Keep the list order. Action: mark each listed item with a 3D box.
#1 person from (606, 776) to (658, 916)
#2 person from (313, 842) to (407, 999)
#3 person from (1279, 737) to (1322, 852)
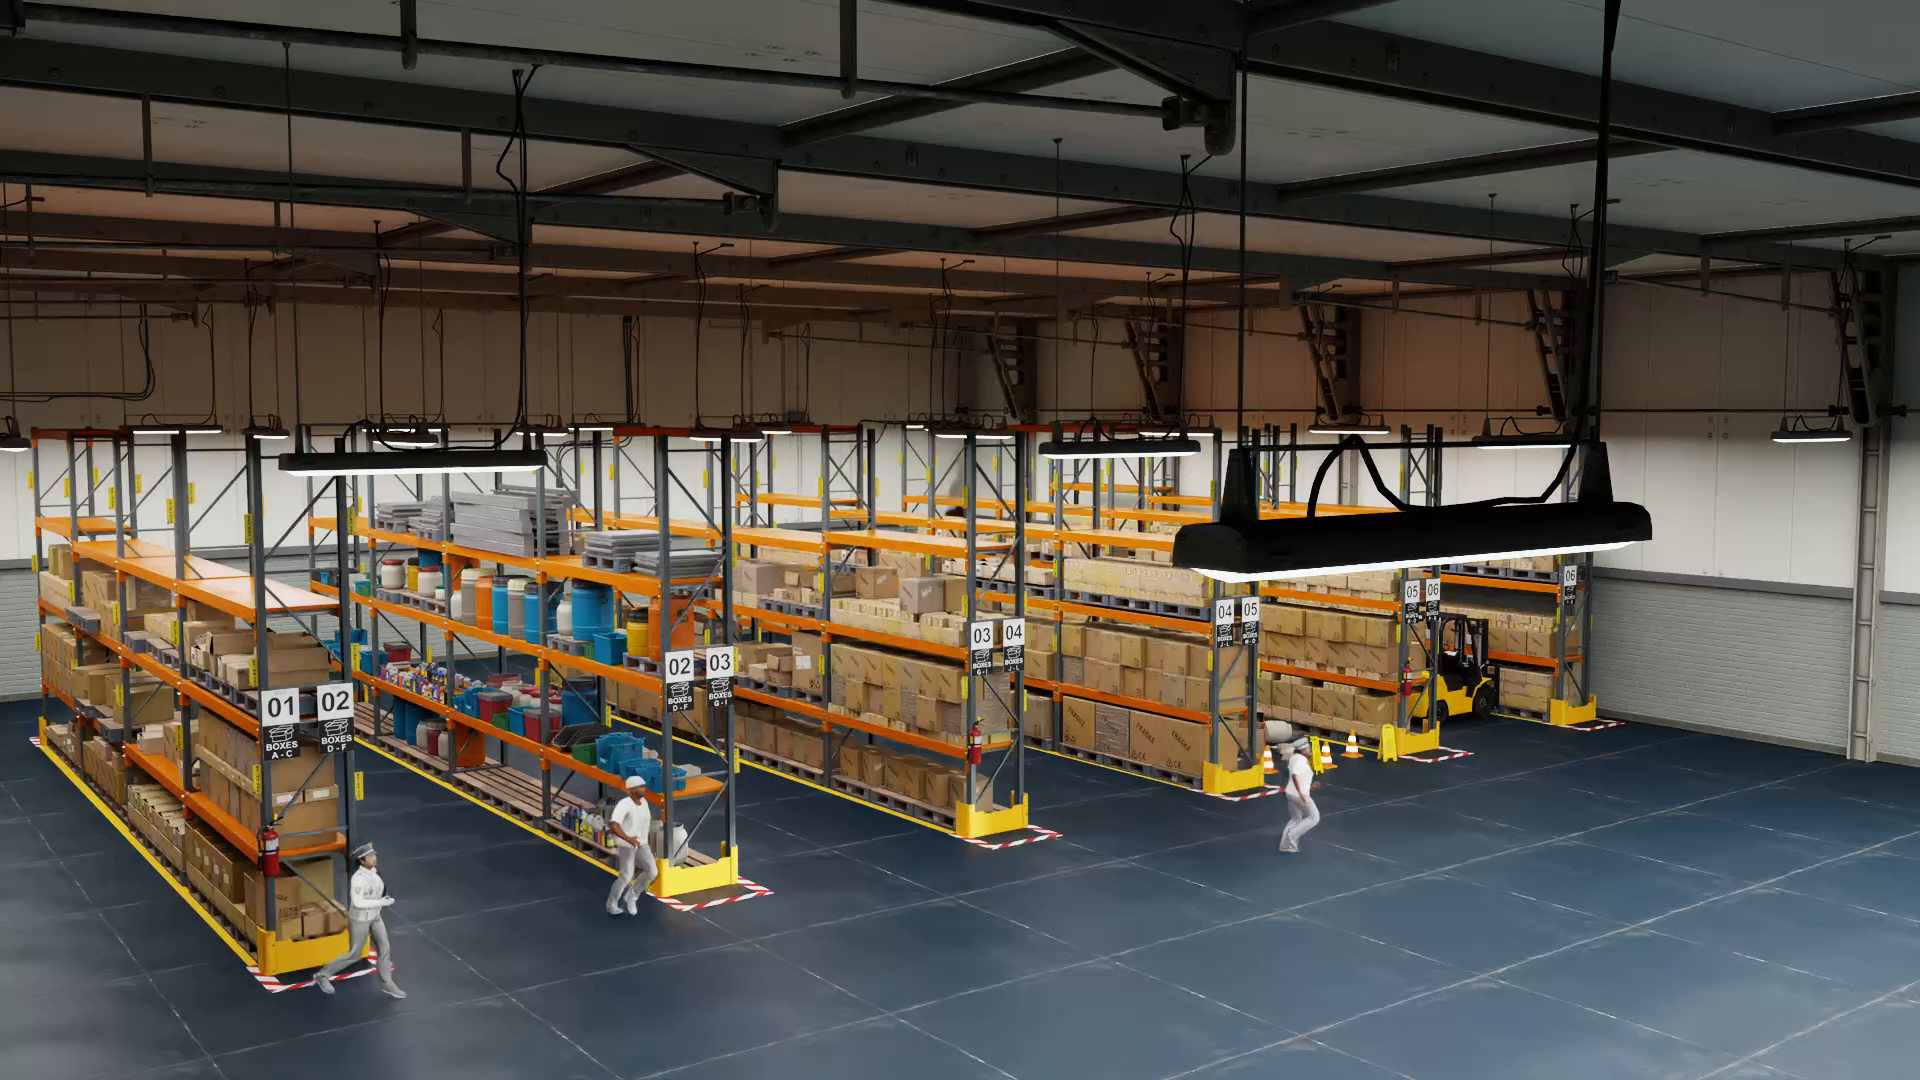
[{"bbox_3d":[-4.080,3.834,20.899,0.611,1.739,0.765,3,5,30],"label":"person"},{"bbox_3d":[-6.436,4.082,17.850,0.936,1.717,0.622,0,4,4],"label":"person"},{"bbox_3d":[4.891,3.636,23.739,0.652,1.642,0.557,-1,5,-10],"label":"person"}]
